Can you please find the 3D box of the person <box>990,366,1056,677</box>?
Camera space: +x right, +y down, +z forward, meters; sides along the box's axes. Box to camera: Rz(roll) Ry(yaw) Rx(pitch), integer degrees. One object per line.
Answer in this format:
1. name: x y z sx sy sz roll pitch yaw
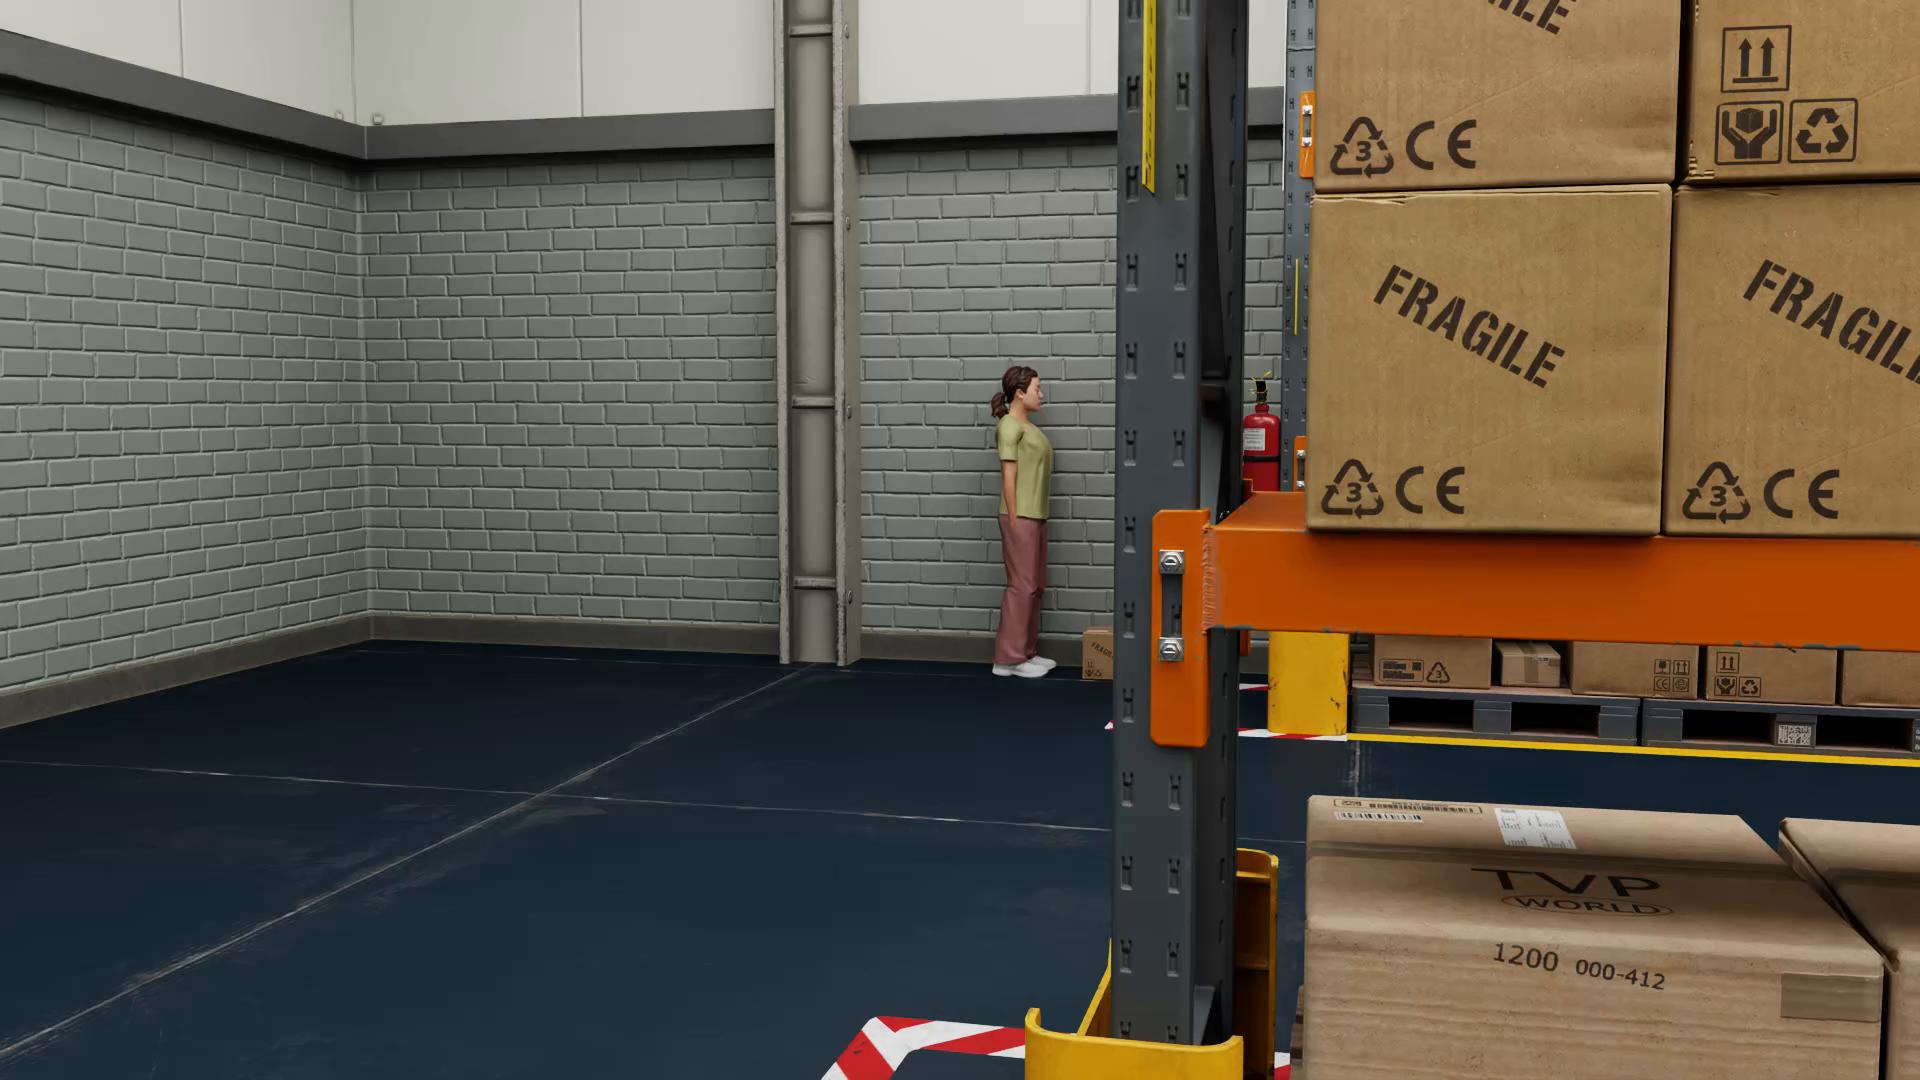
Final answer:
1. person: 0.334 -0.107 9.029 0.358 1.669 0.440 1 5 15
